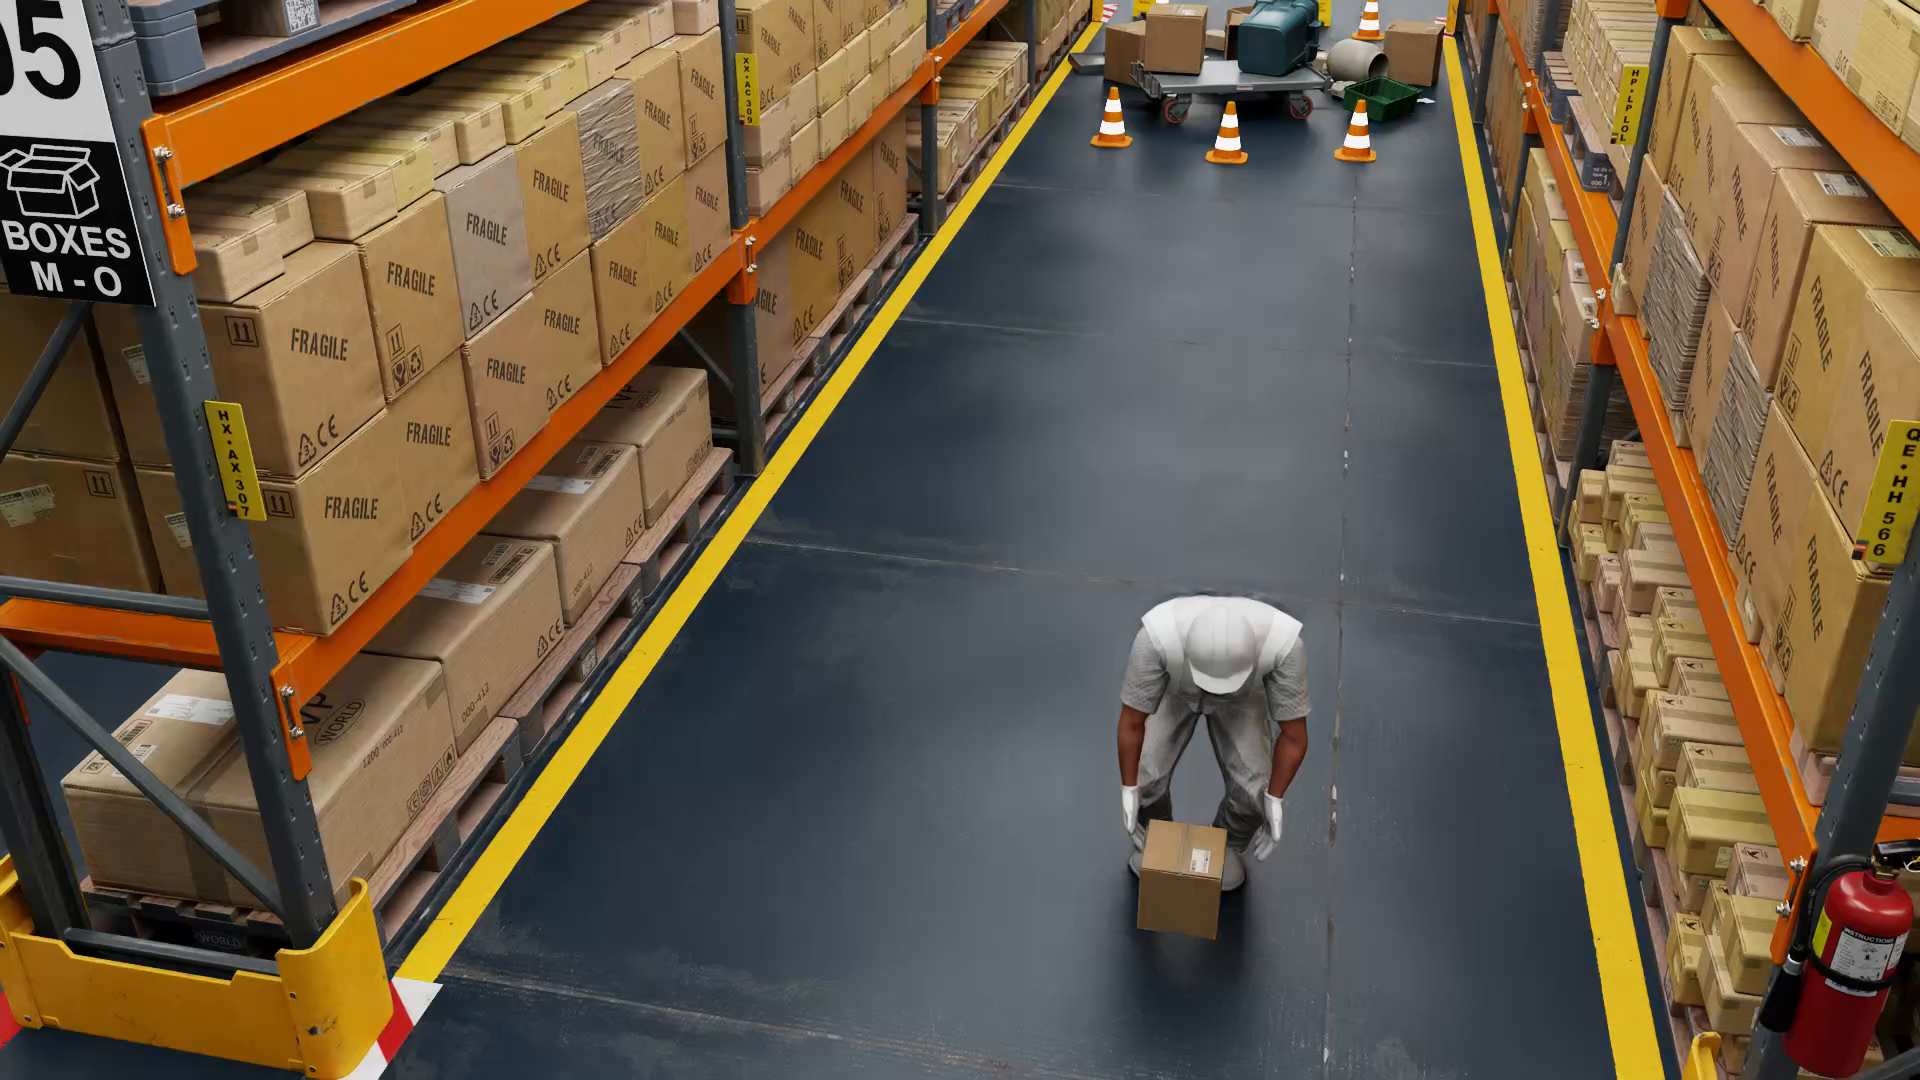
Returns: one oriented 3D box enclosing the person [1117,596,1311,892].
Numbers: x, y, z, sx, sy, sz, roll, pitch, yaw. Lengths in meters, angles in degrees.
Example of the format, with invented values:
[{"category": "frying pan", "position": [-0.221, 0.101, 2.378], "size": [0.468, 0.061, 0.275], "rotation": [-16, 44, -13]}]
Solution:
[{"category": "person", "position": [0.840, 0.621, 5.506], "size": [0.606, 1.264, 0.833], "rotation": [6, 29, 11]}]
